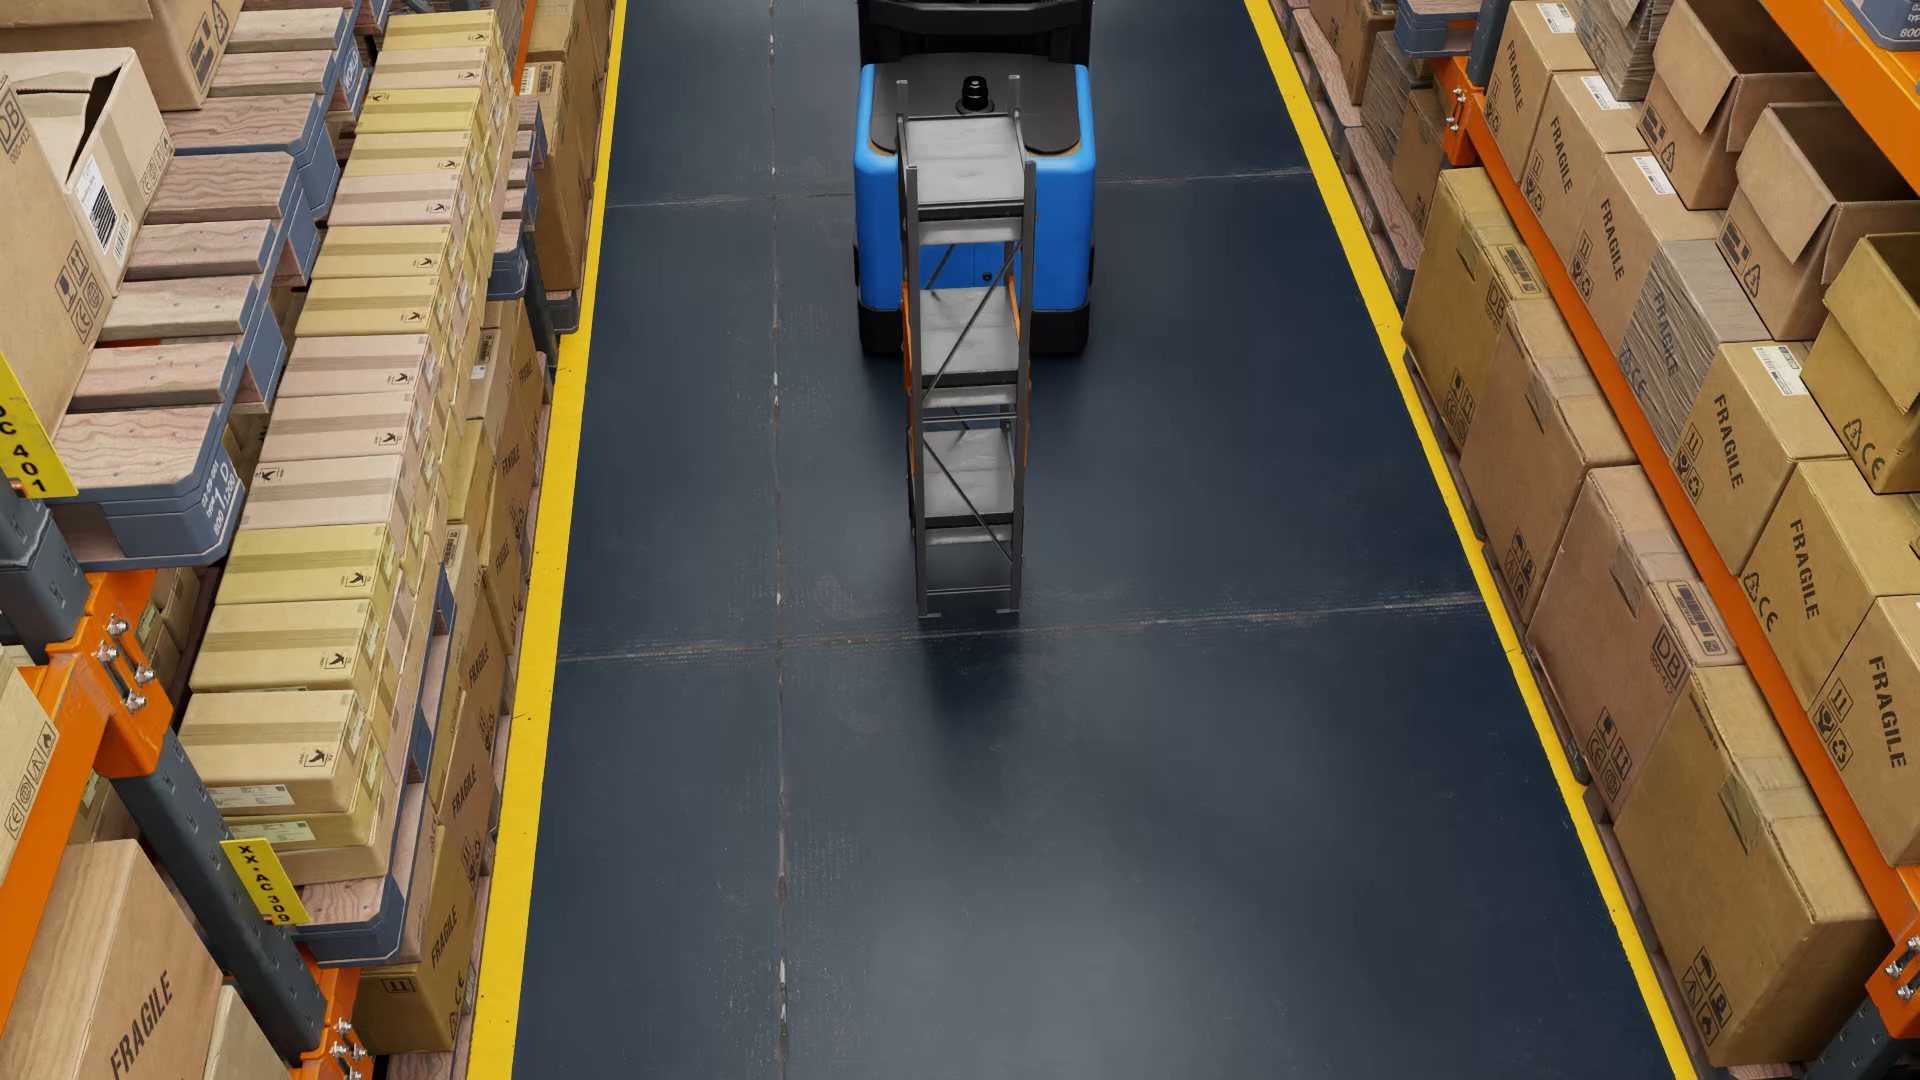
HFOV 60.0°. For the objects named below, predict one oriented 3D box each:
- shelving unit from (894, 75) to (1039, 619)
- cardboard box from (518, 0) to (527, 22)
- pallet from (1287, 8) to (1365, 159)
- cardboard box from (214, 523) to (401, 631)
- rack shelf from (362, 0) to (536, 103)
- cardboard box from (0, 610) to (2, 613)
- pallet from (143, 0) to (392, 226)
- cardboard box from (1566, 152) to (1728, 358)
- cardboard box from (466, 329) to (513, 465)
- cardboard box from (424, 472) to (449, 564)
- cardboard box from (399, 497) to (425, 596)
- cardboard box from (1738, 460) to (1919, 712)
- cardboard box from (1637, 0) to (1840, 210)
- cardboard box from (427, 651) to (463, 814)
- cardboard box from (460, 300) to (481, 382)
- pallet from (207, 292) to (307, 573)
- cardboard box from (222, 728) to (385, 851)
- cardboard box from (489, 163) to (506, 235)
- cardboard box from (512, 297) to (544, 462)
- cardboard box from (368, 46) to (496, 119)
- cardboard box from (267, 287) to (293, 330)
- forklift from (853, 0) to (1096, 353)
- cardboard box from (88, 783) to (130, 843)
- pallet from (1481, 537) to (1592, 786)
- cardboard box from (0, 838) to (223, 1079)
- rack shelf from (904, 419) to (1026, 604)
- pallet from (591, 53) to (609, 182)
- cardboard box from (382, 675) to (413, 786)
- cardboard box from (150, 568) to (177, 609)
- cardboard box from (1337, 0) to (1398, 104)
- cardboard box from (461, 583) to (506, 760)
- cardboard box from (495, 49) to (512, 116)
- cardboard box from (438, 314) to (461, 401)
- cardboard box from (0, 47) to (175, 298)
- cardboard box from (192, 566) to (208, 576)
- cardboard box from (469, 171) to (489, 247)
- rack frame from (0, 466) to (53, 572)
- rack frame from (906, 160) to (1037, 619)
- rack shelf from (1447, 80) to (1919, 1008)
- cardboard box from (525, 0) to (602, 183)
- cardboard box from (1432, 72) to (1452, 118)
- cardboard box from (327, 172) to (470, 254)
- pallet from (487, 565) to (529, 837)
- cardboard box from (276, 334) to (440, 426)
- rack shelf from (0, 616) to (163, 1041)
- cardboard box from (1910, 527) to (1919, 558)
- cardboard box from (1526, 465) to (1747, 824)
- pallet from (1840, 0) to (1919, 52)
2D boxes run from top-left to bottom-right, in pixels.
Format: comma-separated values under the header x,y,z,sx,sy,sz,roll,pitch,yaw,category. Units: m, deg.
x,y,z,sx,sy,sz,roll,pitch,yaw,category
0.014,-0.602,6.011,0.431,2.100,0.503,-3,47,-3,shelving unit
-2.165,-2.572,7.187,0.500,0.500,0.500,-4,47,-4,cardboard box
2.437,-2.544,9.151,1.003,0.211,1.213,-3,47,-3,pallet
-1.639,0.103,4.197,0.380,0.149,0.250,-3,47,-3,cardboard box
-2.519,-3.028,8.184,1.077,0.370,4.000,-3,47,-3,rack shelf
-2.288,0.143,4.159,0.380,0.149,0.250,-5,47,-5,cardboard box
-2.052,-1.105,3.930,1.213,0.211,1.003,-3,47,-3,pallet
2.461,-0.980,5.679,0.500,0.500,0.500,-4,47,-4,cardboard box
-1.980,-0.528,6.236,0.500,0.250,0.500,-3,47,-3,cardboard box
-1.679,-0.053,4.754,0.380,0.149,0.250,-5,47,-5,cardboard box
-1.659,0.030,4.471,0.380,0.149,0.250,-5,47,-5,cardboard box
2.589,0.123,4.636,0.500,0.500,0.500,-2,47,-2,cardboard box
2.697,-1.435,5.419,0.797,0.503,0.637,-3,47,-2,cardboard box
-1.862,0.587,5.181,0.500,0.250,0.500,-2,47,-2,cardboard box
-1.750,-0.629,5.300,0.380,0.149,0.250,-2,47,-2,cardboard box
-2.145,-0.333,5.268,1.003,0.211,1.213,-3,47,-3,pallet
-1.591,0.592,3.939,0.380,0.149,0.250,-3,47,-3,cardboard box
-1.811,-1.192,5.833,0.380,0.149,0.250,-3,47,-3,cardboard box
-2.036,-0.653,6.872,0.500,0.500,0.500,-4,47,-3,cardboard box
-1.835,-1.583,5.793,0.380,0.149,0.250,-4,47,-4,cardboard box
-2.421,-0.774,5.437,0.380,0.149,0.250,-2,47,-2,cardboard box
0.071,-2.914,7.627,1.130,2.935,3.031,0,47,0,forklift
-2.247,0.732,4.011,0.380,0.149,0.250,-4,47,-4,cardboard box
2.690,0.358,6.402,1.003,0.211,1.213,-3,47,-3,pallet
-1.708,0.909,2.998,0.500,0.500,0.500,-5,47,-5,cardboard box
0.014,-0.112,6.529,0.431,0.518,0.480,-3,47,-3,rack shelf
-2.441,-2.325,8.943,1.003,0.211,1.213,-3,47,-3,pallet
-1.620,0.494,4.236,0.380,0.149,0.250,-3,47,-3,cardboard box
-2.315,0.062,4.441,0.380,0.149,0.250,-5,47,-5,cardboard box
2.410,-2.642,8.742,0.700,0.500,0.500,0,47,0,cardboard box
-1.917,0.469,5.809,0.500,0.500,0.500,-3,47,-3,cardboard box
-1.856,-1.659,6.071,0.380,0.149,0.250,-3,47,-2,cardboard box
-1.724,-0.539,5.010,0.380,0.149,0.250,-4,47,-4,cardboard box
-1.881,-0.729,3.217,0.500,0.311,0.500,-4,47,-4,cardboard box
-2.338,-0.018,4.722,0.380,0.149,0.250,-5,47,-5,cardboard box
-1.787,-1.095,5.536,0.380,0.149,0.250,-3,47,-3,cardboard box
-2.016,-0.997,1.633,1.000,3.000,0.127,-3,47,-3,rack frame
0.034,-0.426,5.844,0.400,2.100,0.015,-3,47,-3,rack frame
2.767,-0.362,5.659,1.077,0.370,4.000,-3,47,-3,rack shelf
-2.389,-2.278,8.238,1.050,0.750,0.750,-3,47,-3,cardboard box
2.514,-2.089,7.702,0.500,0.250,0.500,-2,47,-2,cardboard box
-1.772,-1.025,5.266,0.380,0.149,0.250,-3,47,-3,cardboard box
-2.188,0.576,6.195,1.003,0.211,1.213,-3,47,-3,pallet
-1.700,-0.445,4.716,0.380,0.149,0.250,-2,47,-2,cardboard box
-1.849,1.728,1.613,1.077,0.370,4.000,-3,47,-3,rack shelf
2.873,-0.004,4.064,0.797,0.503,0.637,-5,47,-4,cardboard box
2.785,0.315,5.696,1.225,0.875,0.875,-5,47,-5,cardboard box
2.803,-1.752,4.544,1.003,0.211,1.213,-2,47,-1,pallet
